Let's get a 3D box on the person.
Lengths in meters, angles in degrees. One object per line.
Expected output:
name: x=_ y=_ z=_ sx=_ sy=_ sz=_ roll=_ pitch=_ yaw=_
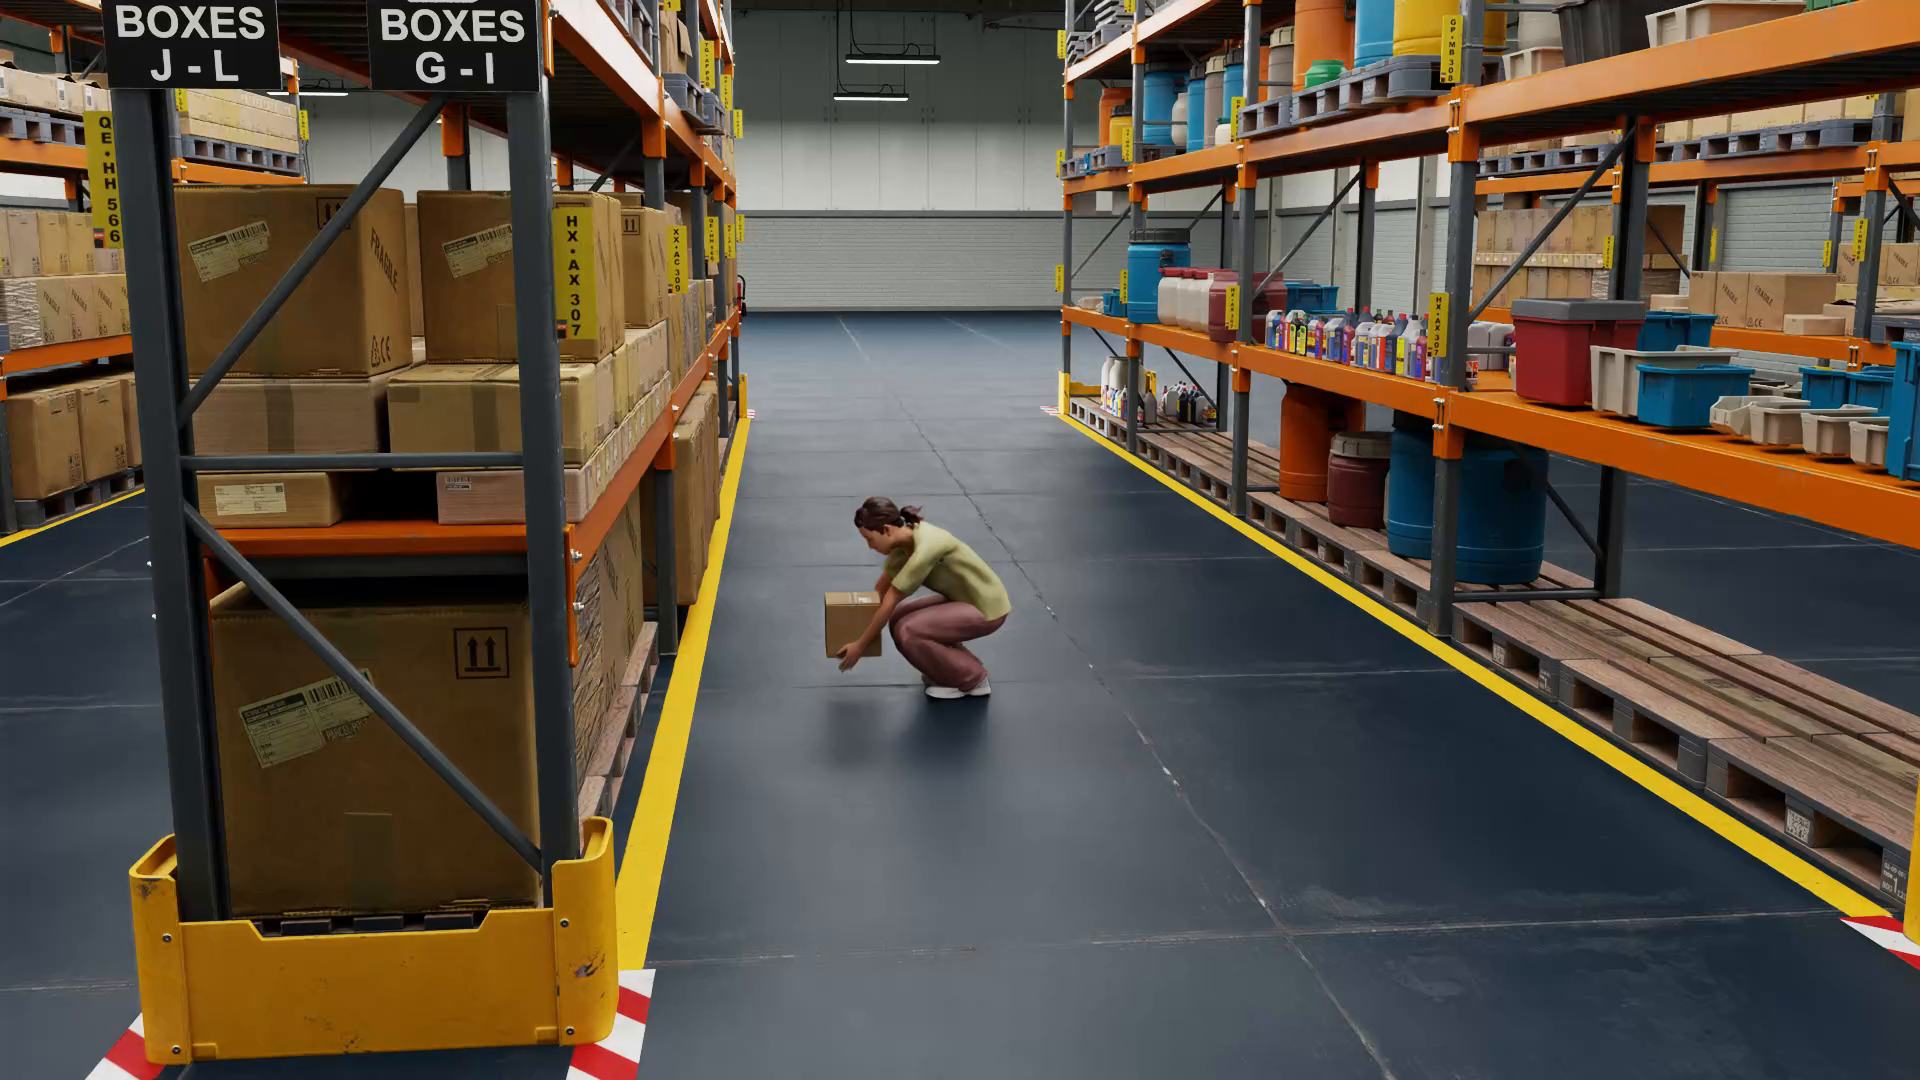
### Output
person: x=-0.172 y=0.249 z=7.649 sx=0.816 sy=0.937 sz=0.474 roll=-1 pitch=10 yaw=-7
